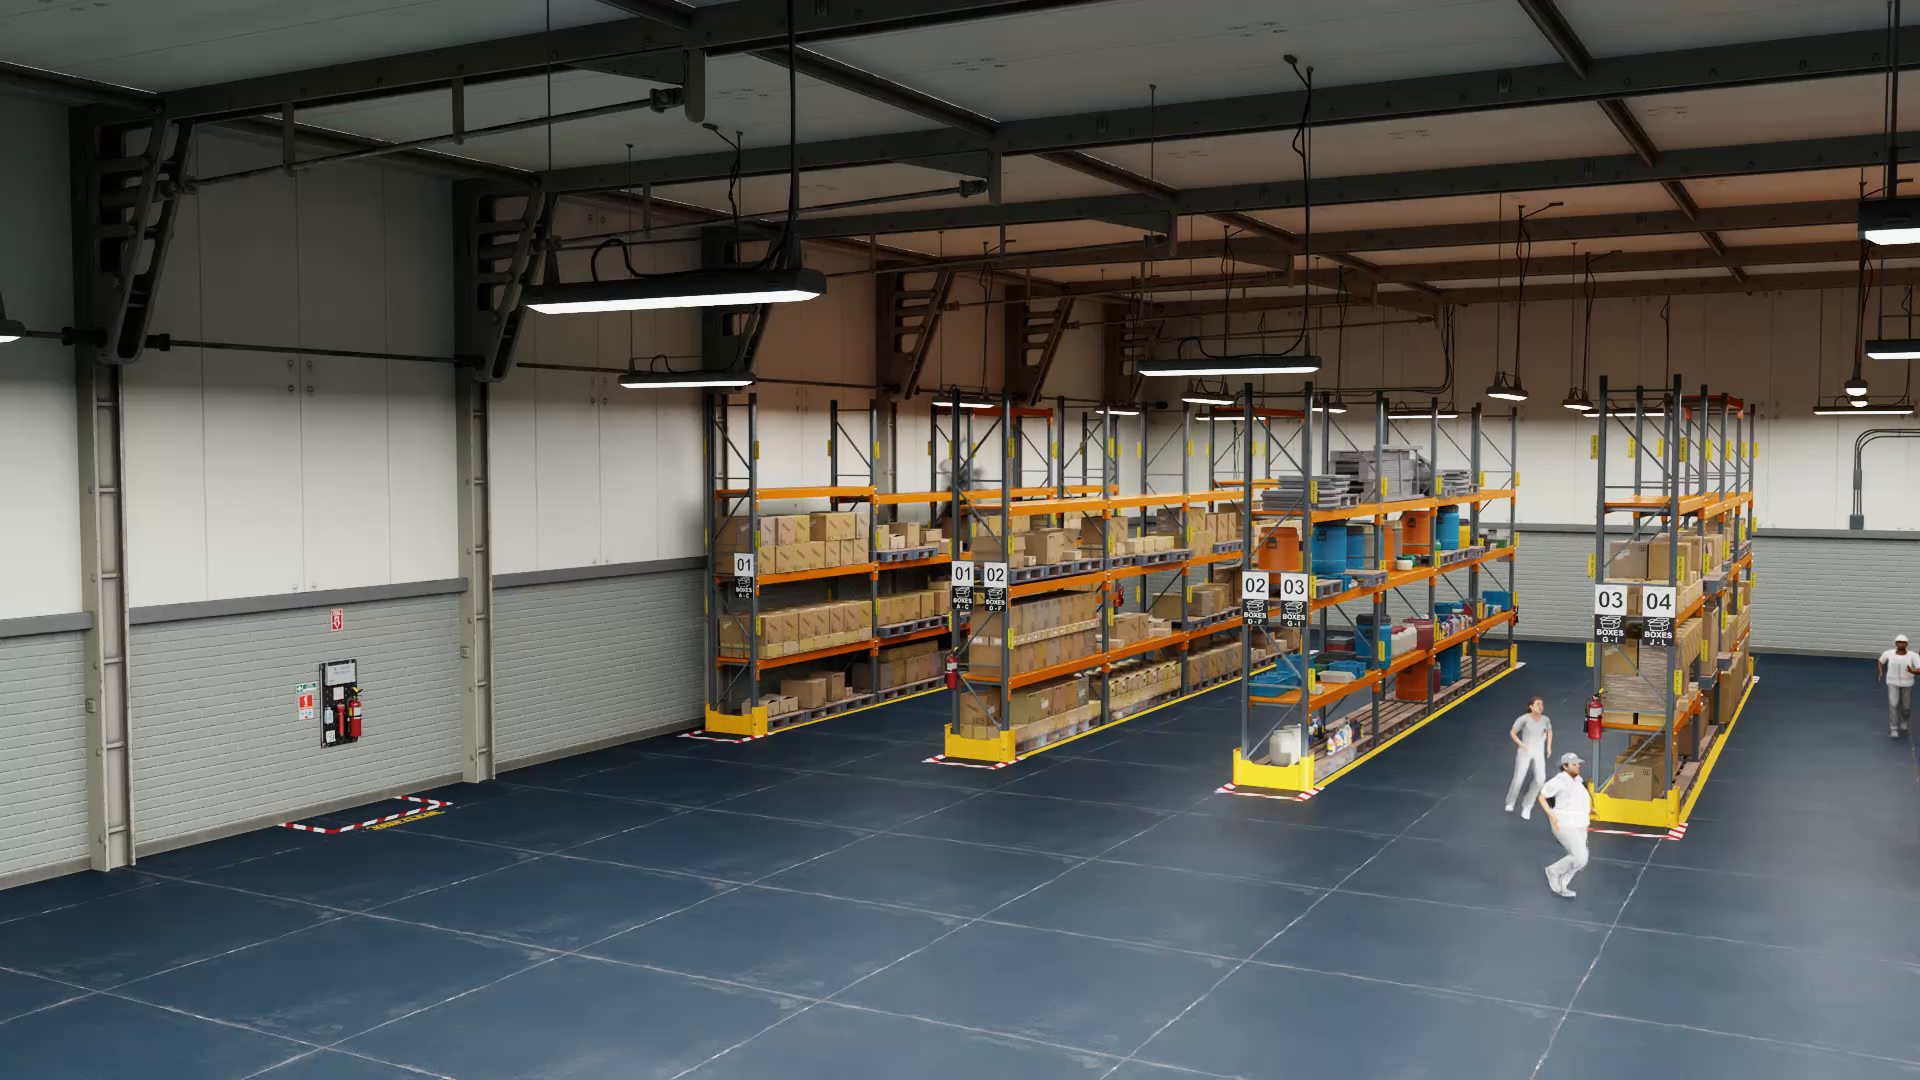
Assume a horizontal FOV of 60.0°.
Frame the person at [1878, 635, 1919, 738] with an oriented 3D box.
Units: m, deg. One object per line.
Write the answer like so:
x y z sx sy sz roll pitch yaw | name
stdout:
16.401 2.524 29.006 0.701 1.750 0.990 2 4 29 | person

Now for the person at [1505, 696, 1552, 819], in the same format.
7.825 2.958 22.734 0.625 1.661 0.663 0 3 2 | person

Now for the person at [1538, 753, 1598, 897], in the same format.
6.825 3.181 18.502 0.593 1.619 0.559 -2 4 -36 | person
